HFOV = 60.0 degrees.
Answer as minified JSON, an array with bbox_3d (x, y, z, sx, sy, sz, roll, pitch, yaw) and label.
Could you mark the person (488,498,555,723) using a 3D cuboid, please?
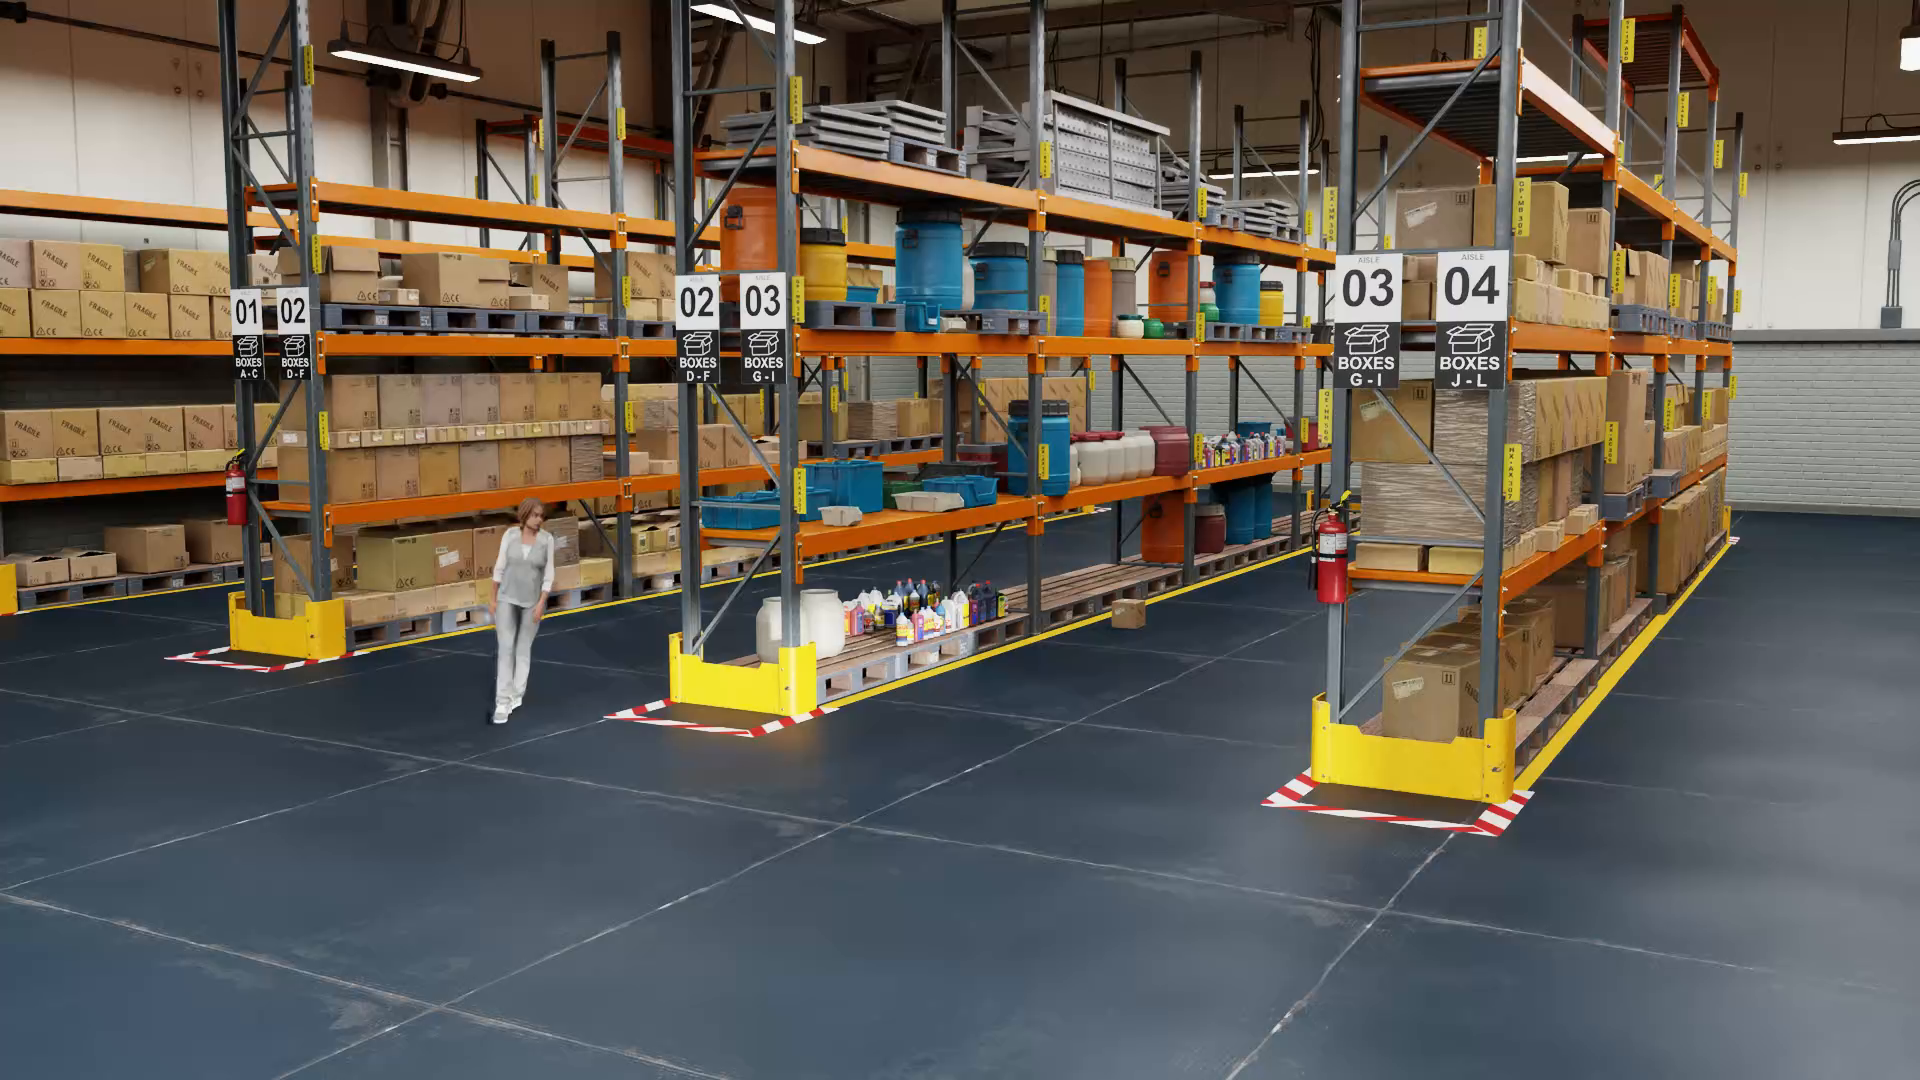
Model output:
[{"bbox_3d":[-3.168,0.483,12.017,0.479,1.580,0.622,-1,6,-13],"label":"person"}]
